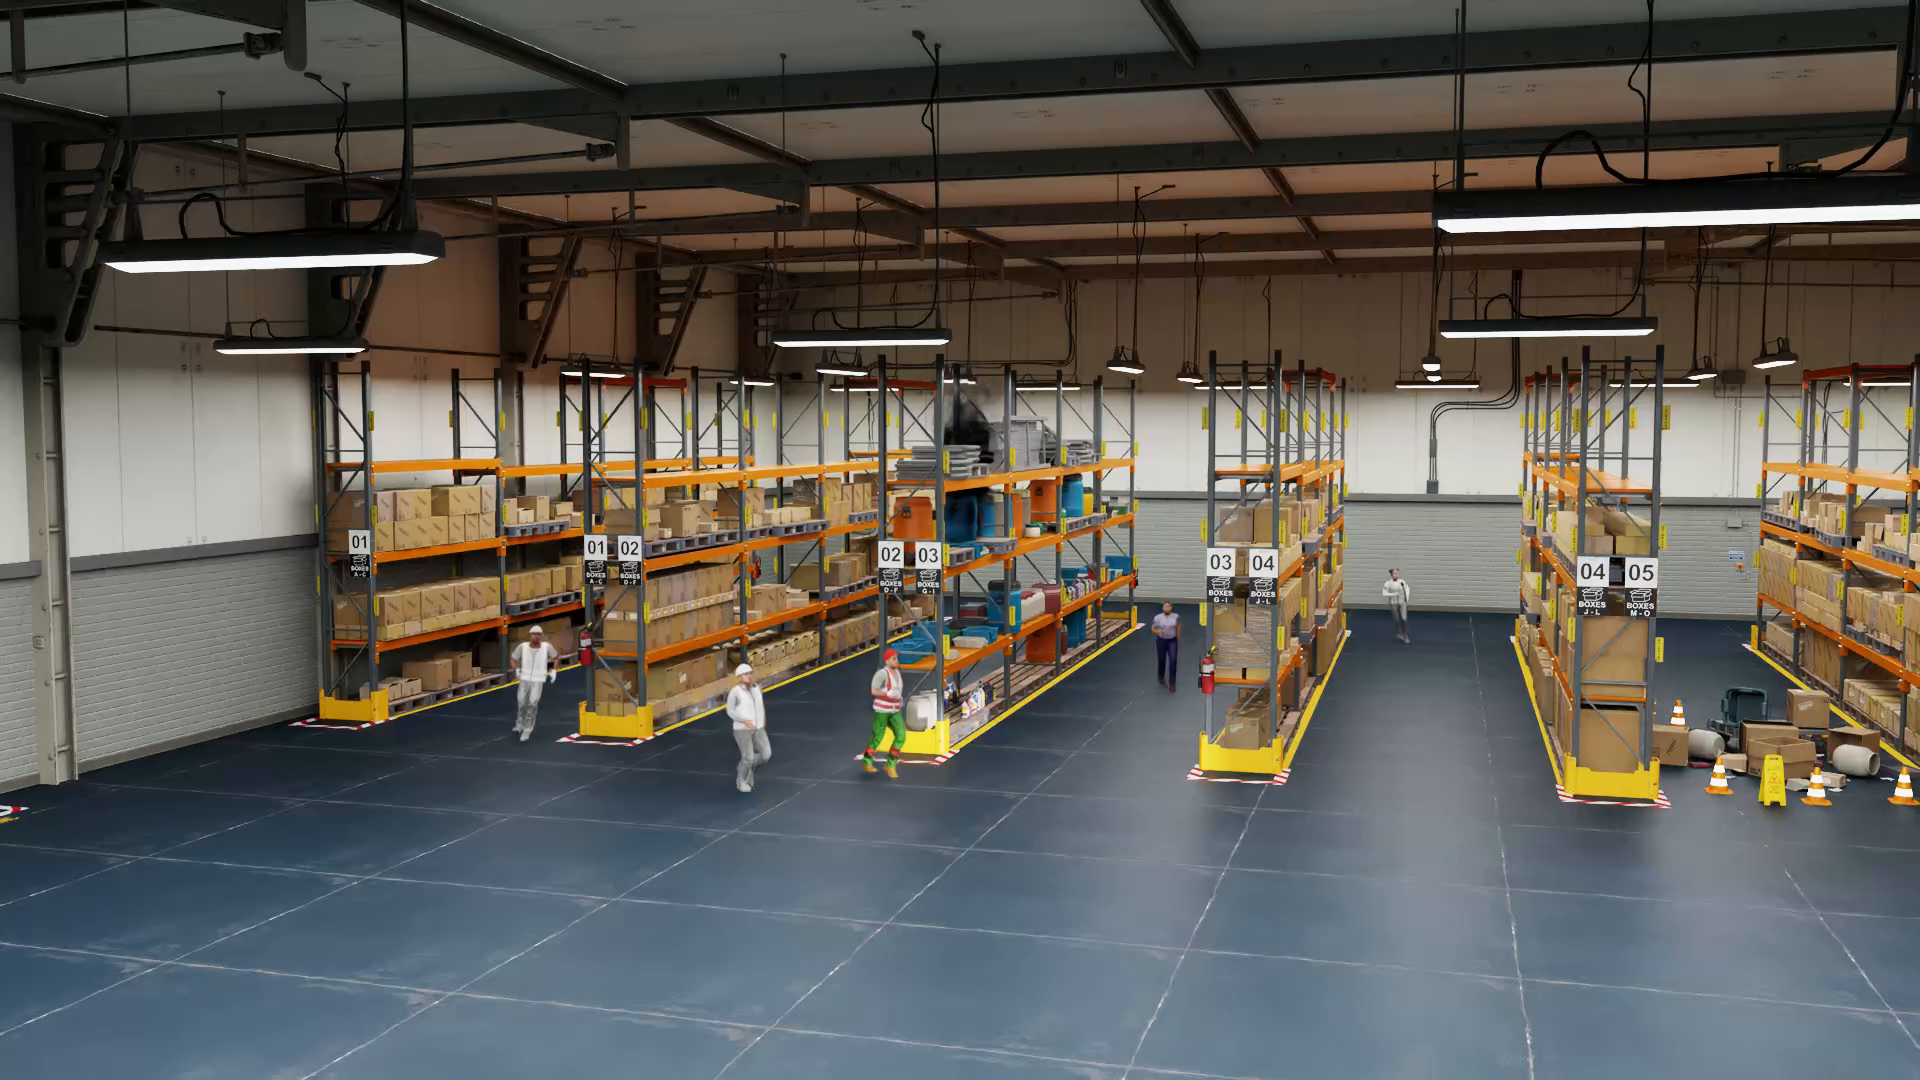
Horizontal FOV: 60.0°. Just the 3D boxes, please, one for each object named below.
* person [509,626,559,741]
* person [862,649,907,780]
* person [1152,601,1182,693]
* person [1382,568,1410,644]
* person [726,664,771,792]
[{"bbox_3d":[-6.757,2.253,26.341,0.744,1.810,0.702,0,4,-5],"label":"person"},{"bbox_3d":[-1.005,2.451,23.416,0.654,1.836,0.749,-4,6,-44],"label":"person"},{"bbox_3d":[3.862,1.964,31.091,0.568,1.648,0.901,0,4,4],"label":"person"},{"bbox_3d":[9.892,1.489,37.769,0.618,1.754,0.699,1,4,8],"label":"person"},{"bbox_3d":[-2.828,2.533,22.451,0.672,1.731,0.542,-4,6,-44],"label":"person"}]
